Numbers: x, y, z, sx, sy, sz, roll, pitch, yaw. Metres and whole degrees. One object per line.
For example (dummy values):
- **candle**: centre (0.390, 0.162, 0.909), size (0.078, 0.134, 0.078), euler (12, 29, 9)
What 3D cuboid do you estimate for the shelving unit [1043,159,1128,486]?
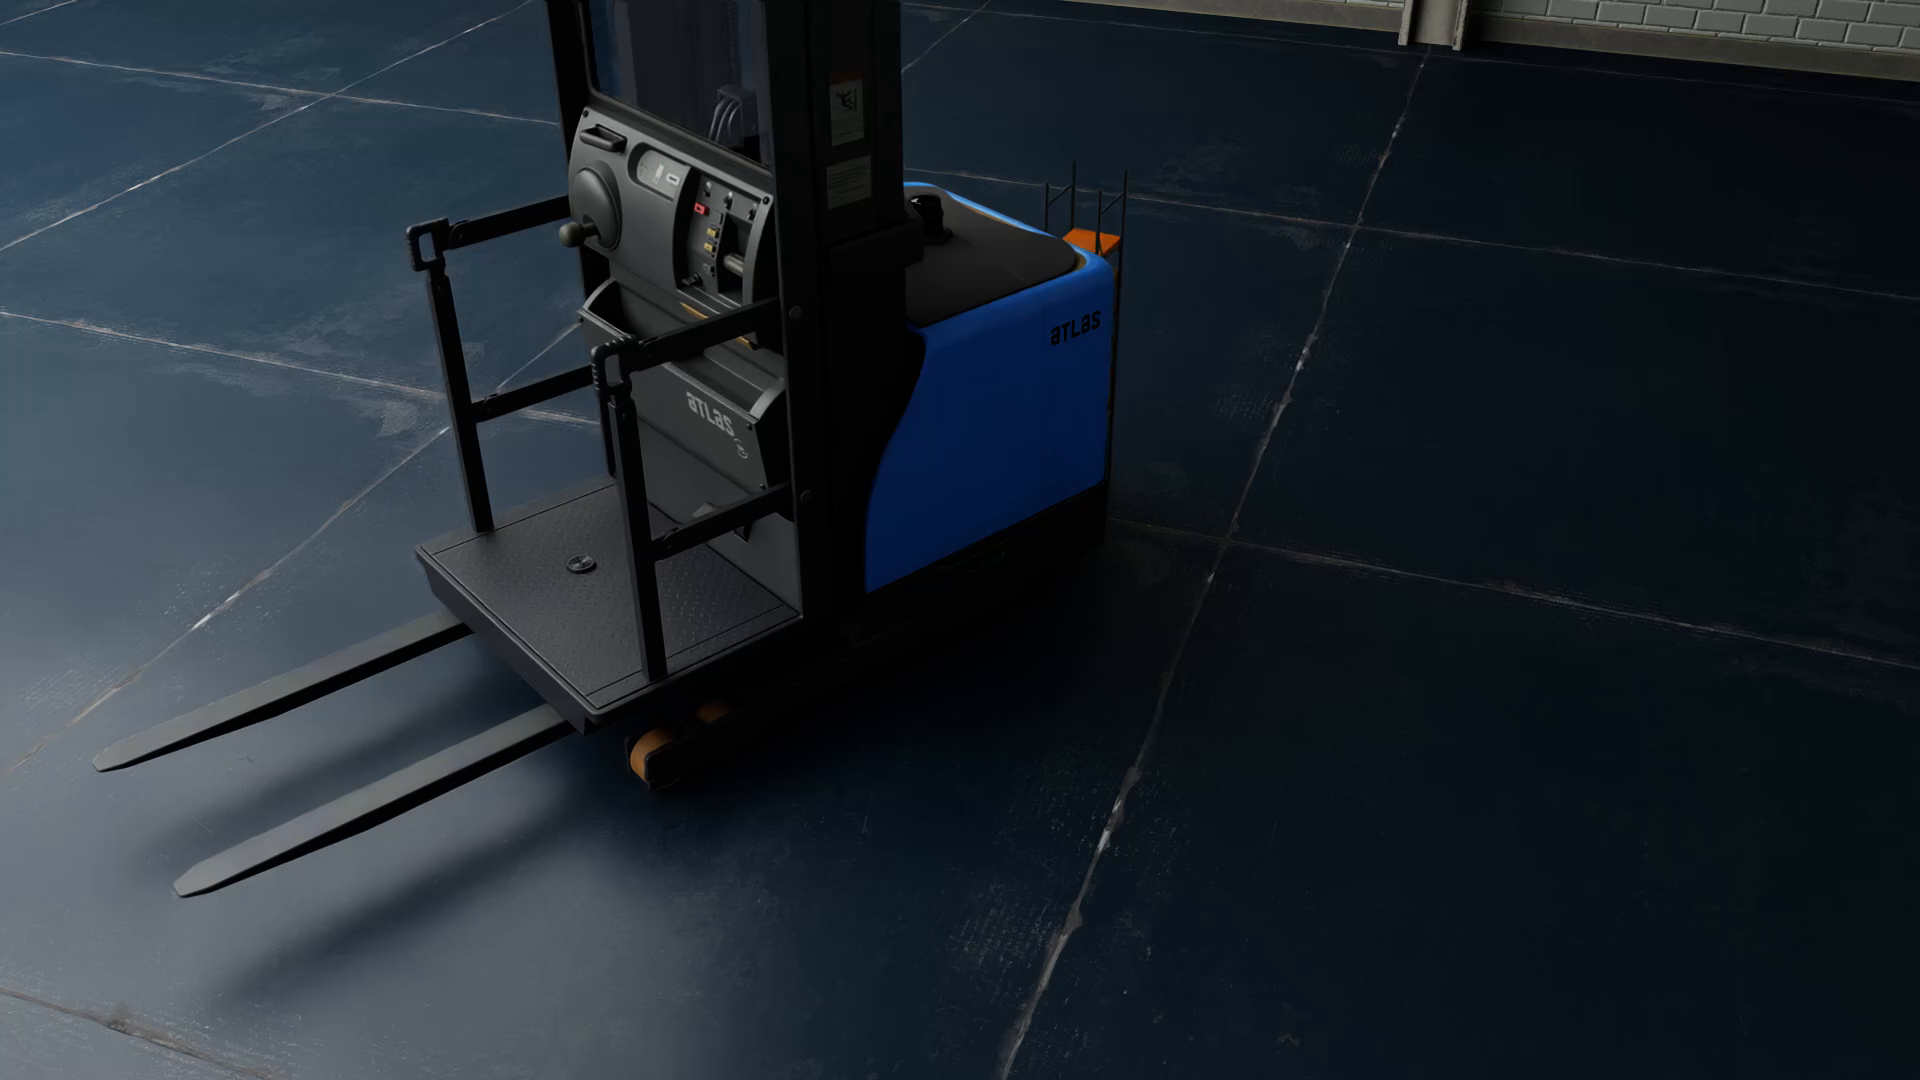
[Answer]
- **shelving unit**: centre (0.409, -0.673, 5.685), size (0.189, 1.200, 0.258), euler (15, 36, 22)

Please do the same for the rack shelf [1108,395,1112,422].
- **rack shelf**: centre (0.409, -0.434, 5.840), size (0.180, 0.103, 0.258), euler (15, 36, 22)

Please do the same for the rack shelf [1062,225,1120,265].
- **rack shelf**: centre (0.409, -0.938, 5.514), size (0.180, 0.103, 0.258), euler (15, 36, 22)

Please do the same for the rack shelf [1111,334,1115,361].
- **rack shelf**: centre (0.409, -0.635, 5.710), size (0.180, 0.103, 0.258), euler (15, 36, 22)

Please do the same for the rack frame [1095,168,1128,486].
- **rack frame**: centre (0.491, -0.650, 5.651), size (0.006, 1.200, 0.240), euler (15, 36, 22)

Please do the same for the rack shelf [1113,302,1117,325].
- **rack shelf**: centre (0.409, -0.736, 5.644), size (0.180, 0.103, 0.258), euler (15, 36, 22)

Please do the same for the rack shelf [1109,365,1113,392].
- **rack shelf**: centre (0.409, -0.534, 5.775), size (0.180, 0.103, 0.258), euler (15, 36, 22)

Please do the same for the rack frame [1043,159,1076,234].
- **rack frame**: centre (0.327, -0.695, 5.720), size (0.006, 1.200, 0.240), euler (15, 36, 22)

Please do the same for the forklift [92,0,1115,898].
- **forklift**: centre (-0.952, -0.858, 4.376), size (3.031, 2.935, 1.130), euler (-25, 41, -33)

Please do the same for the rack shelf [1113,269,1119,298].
- **rack shelf**: centre (0.409, -0.837, 5.579), size (0.180, 0.103, 0.258), euler (15, 36, 22)

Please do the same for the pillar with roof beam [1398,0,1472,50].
- **pillar with roof beam**: centre (1.600, -4.808, 4.900), size (0.400, 9.000, 9.100), euler (11, 34, 16)
